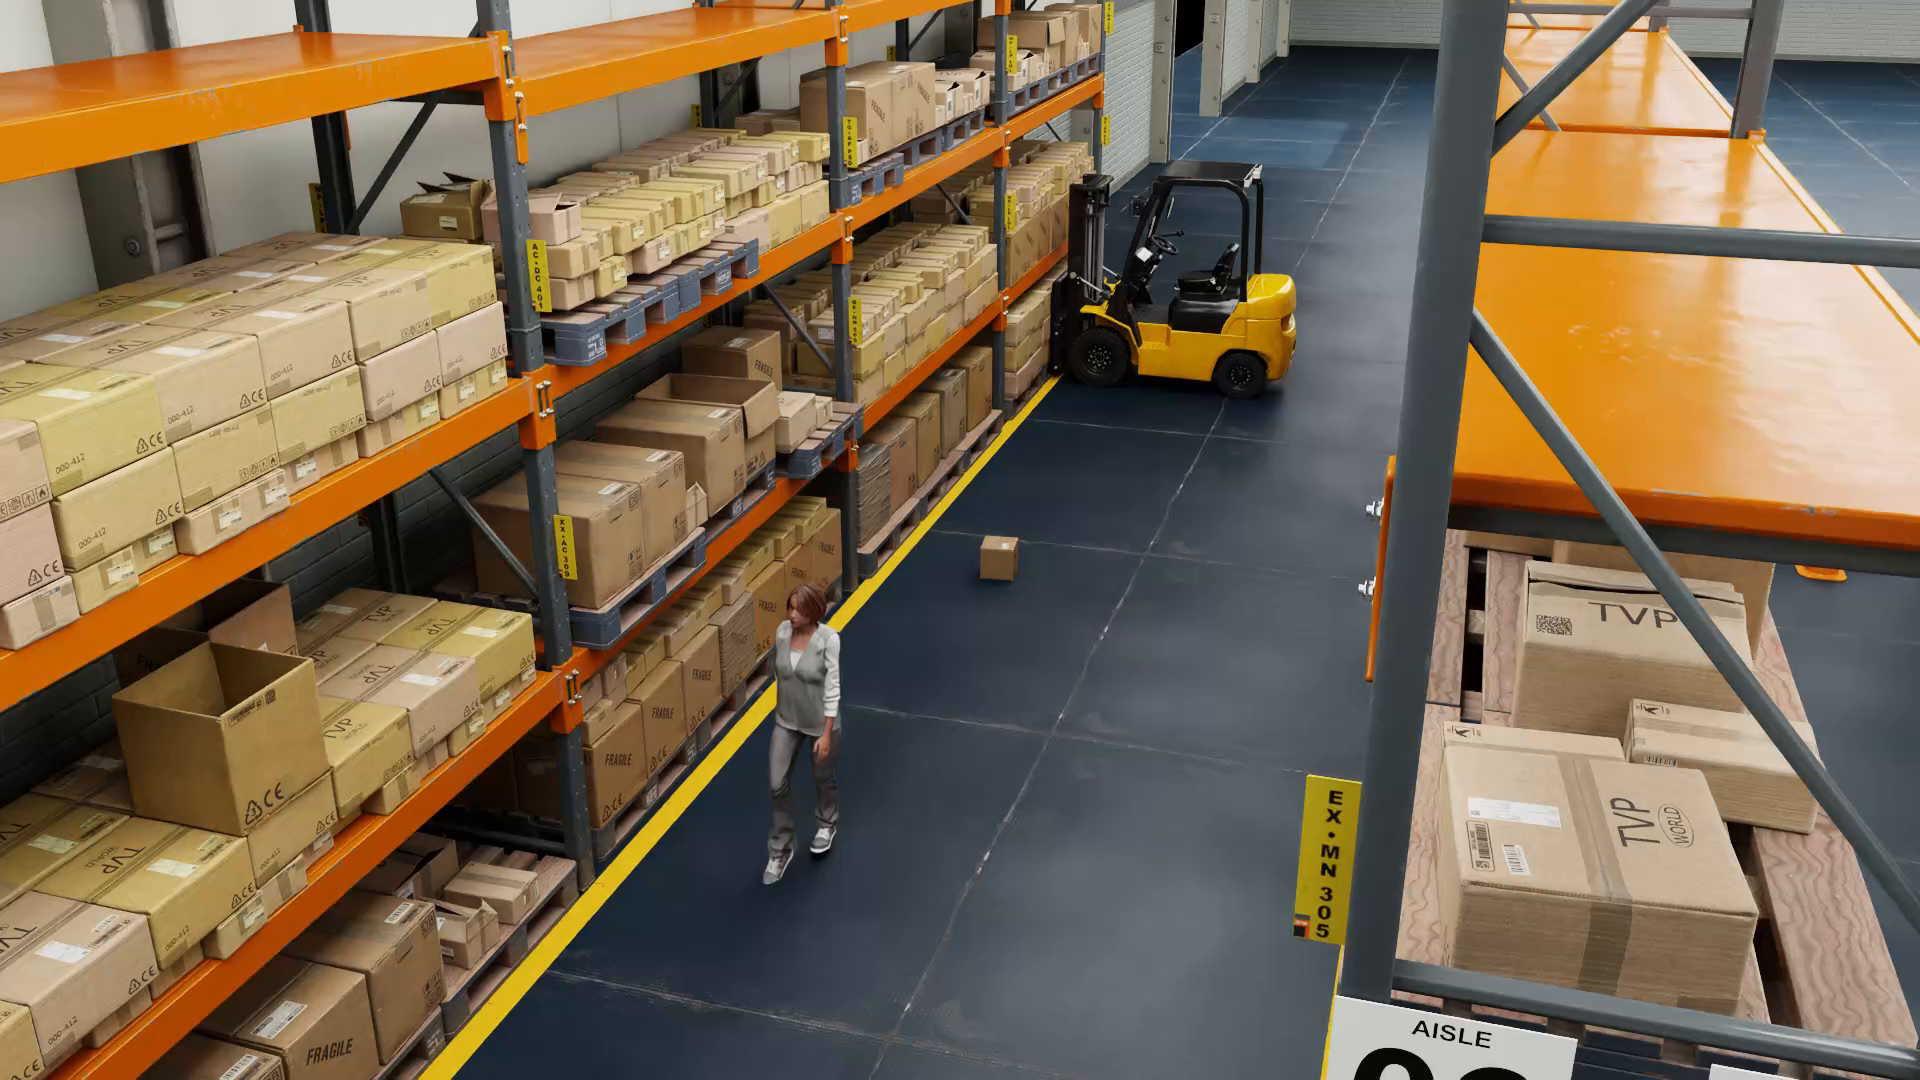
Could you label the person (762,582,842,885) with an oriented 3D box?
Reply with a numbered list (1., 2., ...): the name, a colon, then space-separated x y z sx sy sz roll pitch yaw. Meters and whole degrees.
1. person: -0.803 1.000 8.674 0.414 1.648 0.576 6 23 15
